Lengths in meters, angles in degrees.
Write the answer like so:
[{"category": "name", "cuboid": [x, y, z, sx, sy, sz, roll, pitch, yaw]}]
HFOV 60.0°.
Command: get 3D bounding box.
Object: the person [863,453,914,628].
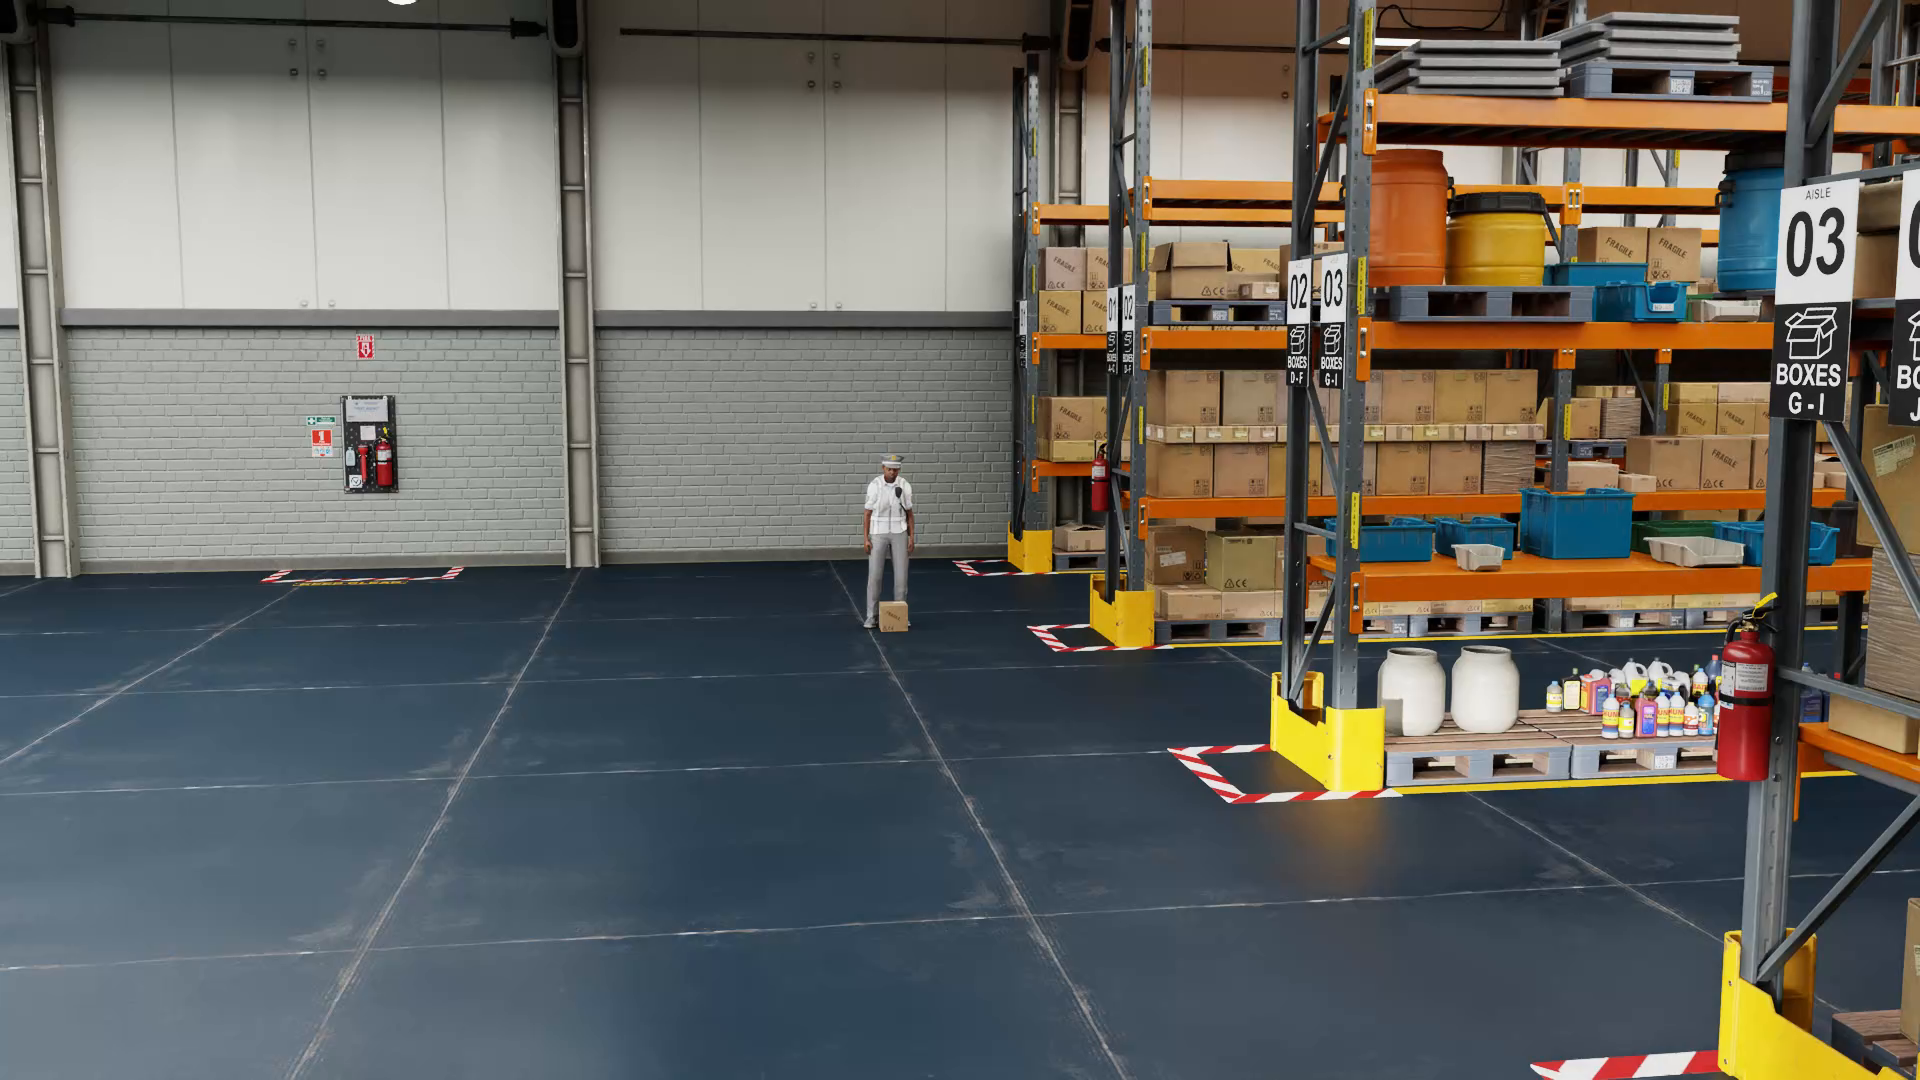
[{"category": "person", "cuboid": [-0.682, -0.002, 15.867, 0.504, 1.657, 0.396, -1, 7, -9]}]
